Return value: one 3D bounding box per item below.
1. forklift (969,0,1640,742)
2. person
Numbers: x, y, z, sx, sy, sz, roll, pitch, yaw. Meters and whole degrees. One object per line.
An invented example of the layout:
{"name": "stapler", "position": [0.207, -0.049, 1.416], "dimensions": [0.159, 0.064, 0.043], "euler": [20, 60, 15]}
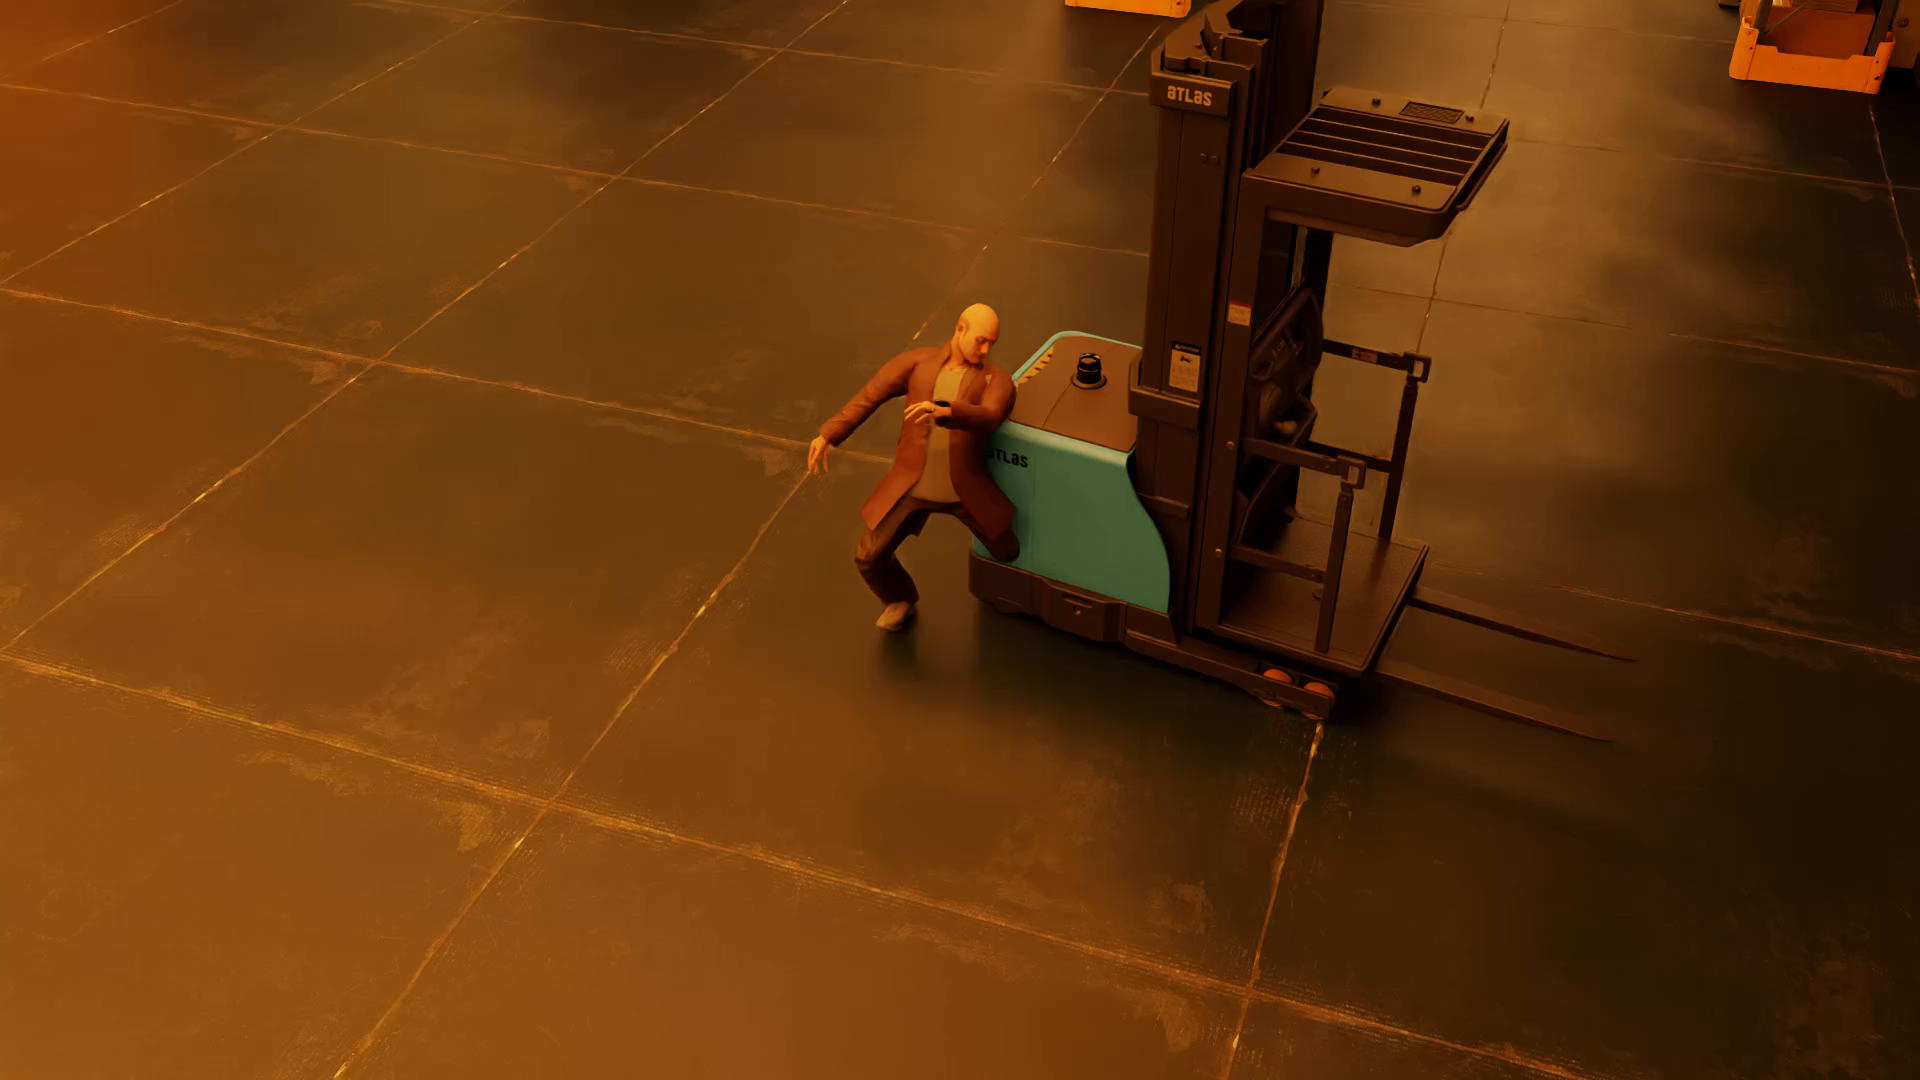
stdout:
{"name": "forklift", "position": [1.590, -0.739, 7.153], "dimensions": [3.031, 2.935, 1.130], "euler": [17, 39, 22]}
{"name": "person", "position": [-0.201, -0.258, 7.676], "dimensions": [0.979, 1.517, 0.893], "euler": [1, 35, 1]}
